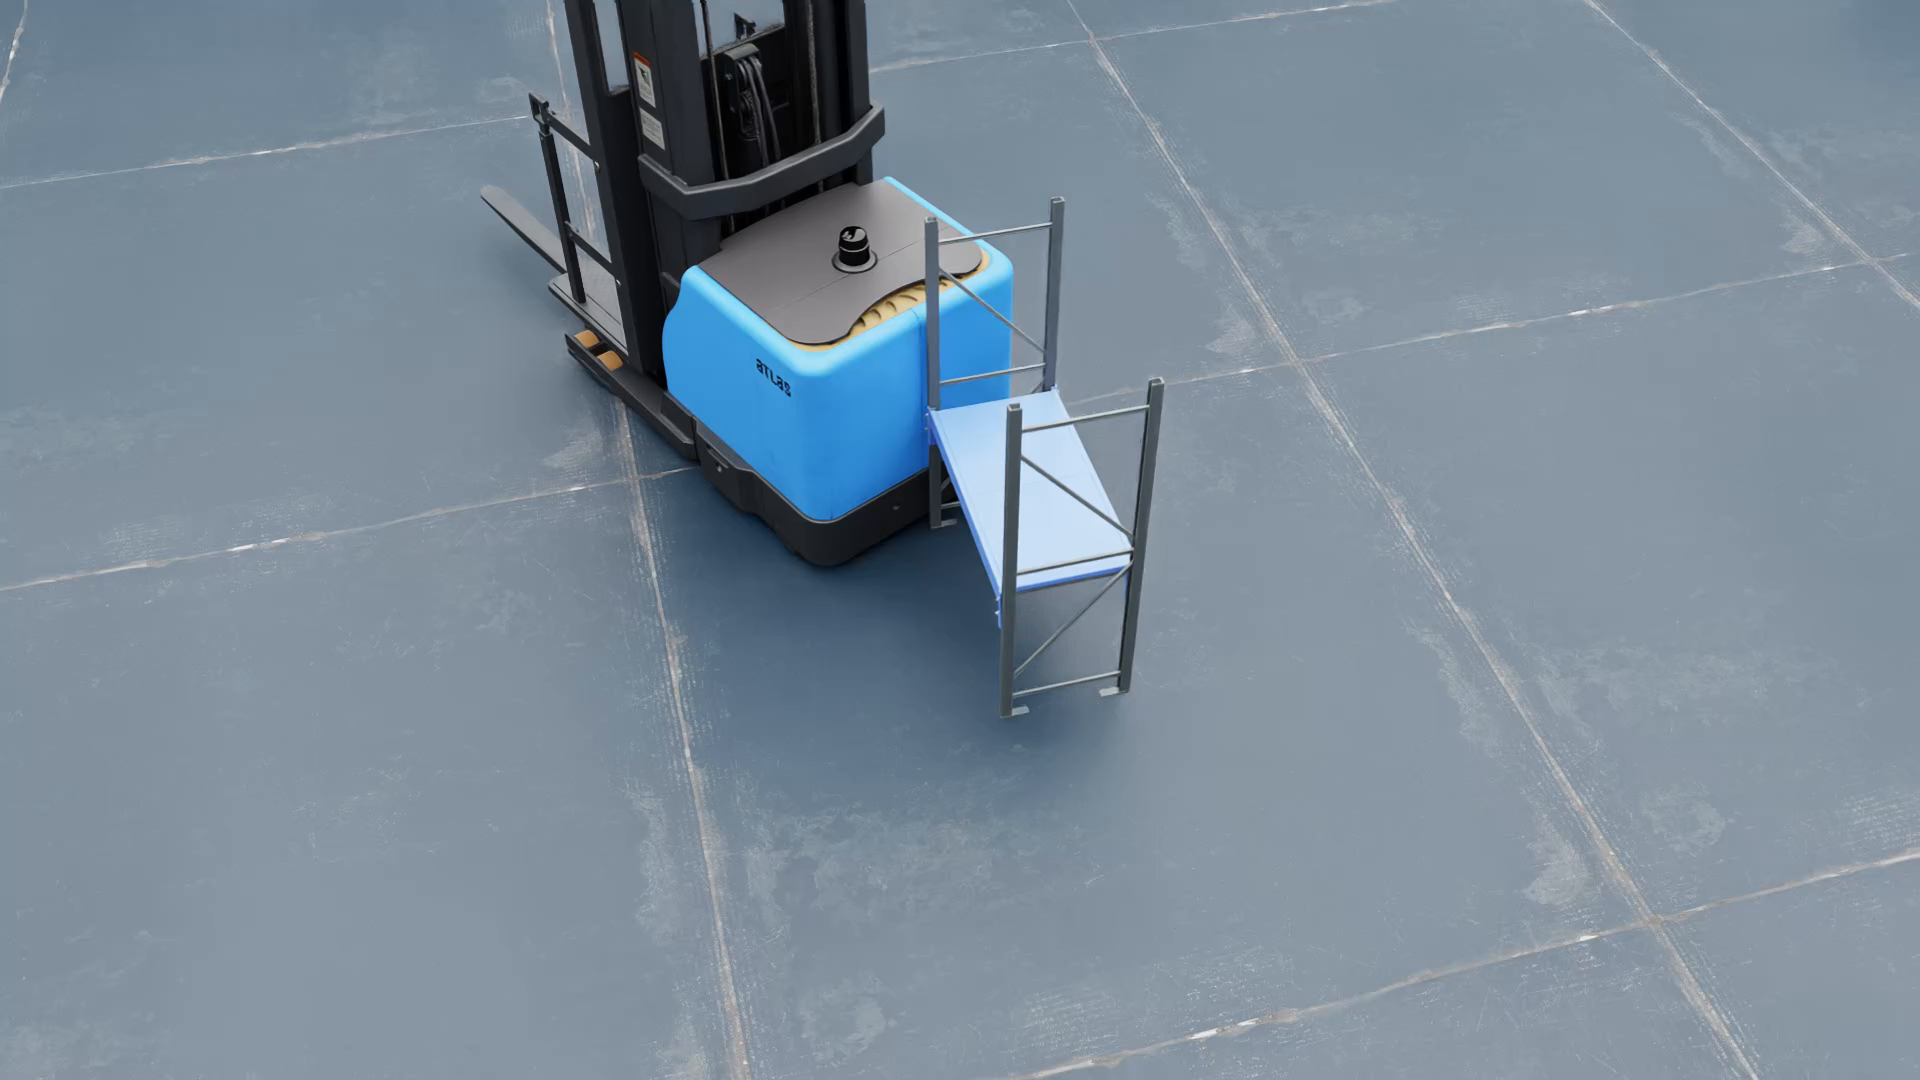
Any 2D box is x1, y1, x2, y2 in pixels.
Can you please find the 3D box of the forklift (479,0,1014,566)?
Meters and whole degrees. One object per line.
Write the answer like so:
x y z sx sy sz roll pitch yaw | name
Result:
-1.115 -1.908 6.568 1.130 2.935 3.031 -31 53 -27 | forklift

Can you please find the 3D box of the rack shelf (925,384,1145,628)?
0.254 -0.147 6.096 0.538 0.185 1.000 -11 47 -11 | rack shelf

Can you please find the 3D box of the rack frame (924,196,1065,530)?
0.121 -0.624 6.311 0.500 1.500 0.032 -11 47 -11 | rack frame

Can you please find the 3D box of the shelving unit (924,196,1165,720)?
0.254 -0.273 5.968 0.538 1.500 1.048 -11 47 -11 | shelving unit

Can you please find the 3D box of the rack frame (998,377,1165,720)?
0.387 0.077 5.624 0.500 1.500 0.032 -11 47 -11 | rack frame
